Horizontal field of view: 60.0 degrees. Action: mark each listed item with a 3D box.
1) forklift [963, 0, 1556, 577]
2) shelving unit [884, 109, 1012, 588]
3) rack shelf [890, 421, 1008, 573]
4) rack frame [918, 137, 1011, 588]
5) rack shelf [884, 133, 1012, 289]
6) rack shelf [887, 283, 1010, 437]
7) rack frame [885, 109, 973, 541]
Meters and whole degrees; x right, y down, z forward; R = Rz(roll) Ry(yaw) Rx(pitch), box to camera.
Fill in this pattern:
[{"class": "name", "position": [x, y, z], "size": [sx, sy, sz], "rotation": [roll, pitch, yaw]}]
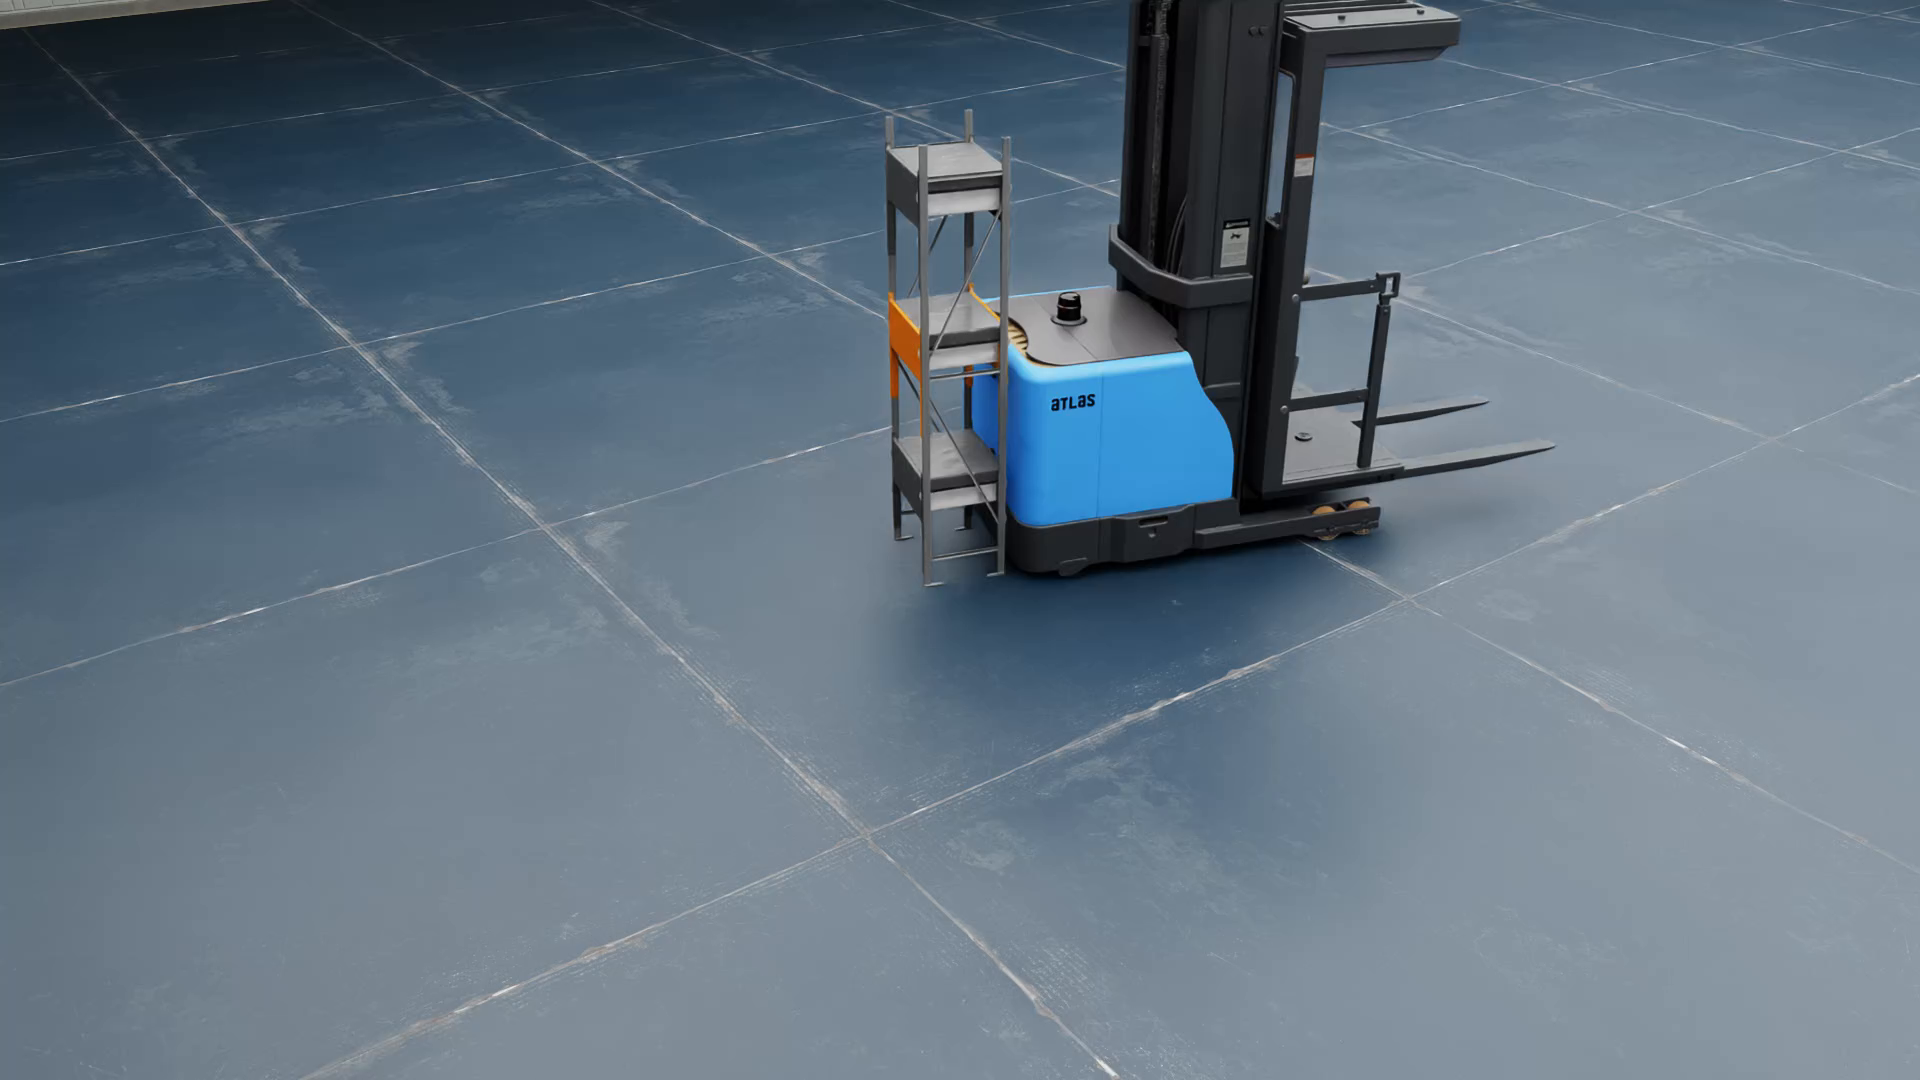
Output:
[{"class": "forklift", "position": [1.576, -1.516, 7.971], "size": [3.031, 2.935, 1.130], "rotation": [-9, 30, -16]}, {"class": "shelving unit", "position": [-0.057, -0.840, 7.596], "size": [0.431, 2.100, 0.503], "rotation": [-9, 30, -16]}, {"class": "rack shelf", "position": [-0.057, -0.213, 7.937], "size": [0.431, 0.518, 0.480], "rotation": [-9, 30, -16]}, {"class": "rack frame", "position": [0.021, -0.730, 7.393], "size": [0.400, 2.100, 0.015], "rotation": [-9, 30, -16]}, {"class": "rack shelf", "position": [-0.057, -1.443, 7.269], "size": [0.431, 0.518, 0.480], "rotation": [-9, 30, -16]}, {"class": "rack shelf", "position": [-0.057, -0.828, 7.603], "size": [0.431, 0.518, 0.480], "rotation": [-9, 30, -16]}, {"class": "rack frame", "position": [-0.135, -0.950, 7.800], "size": [0.400, 2.100, 0.015], "rotation": [-9, 30, -16]}]
